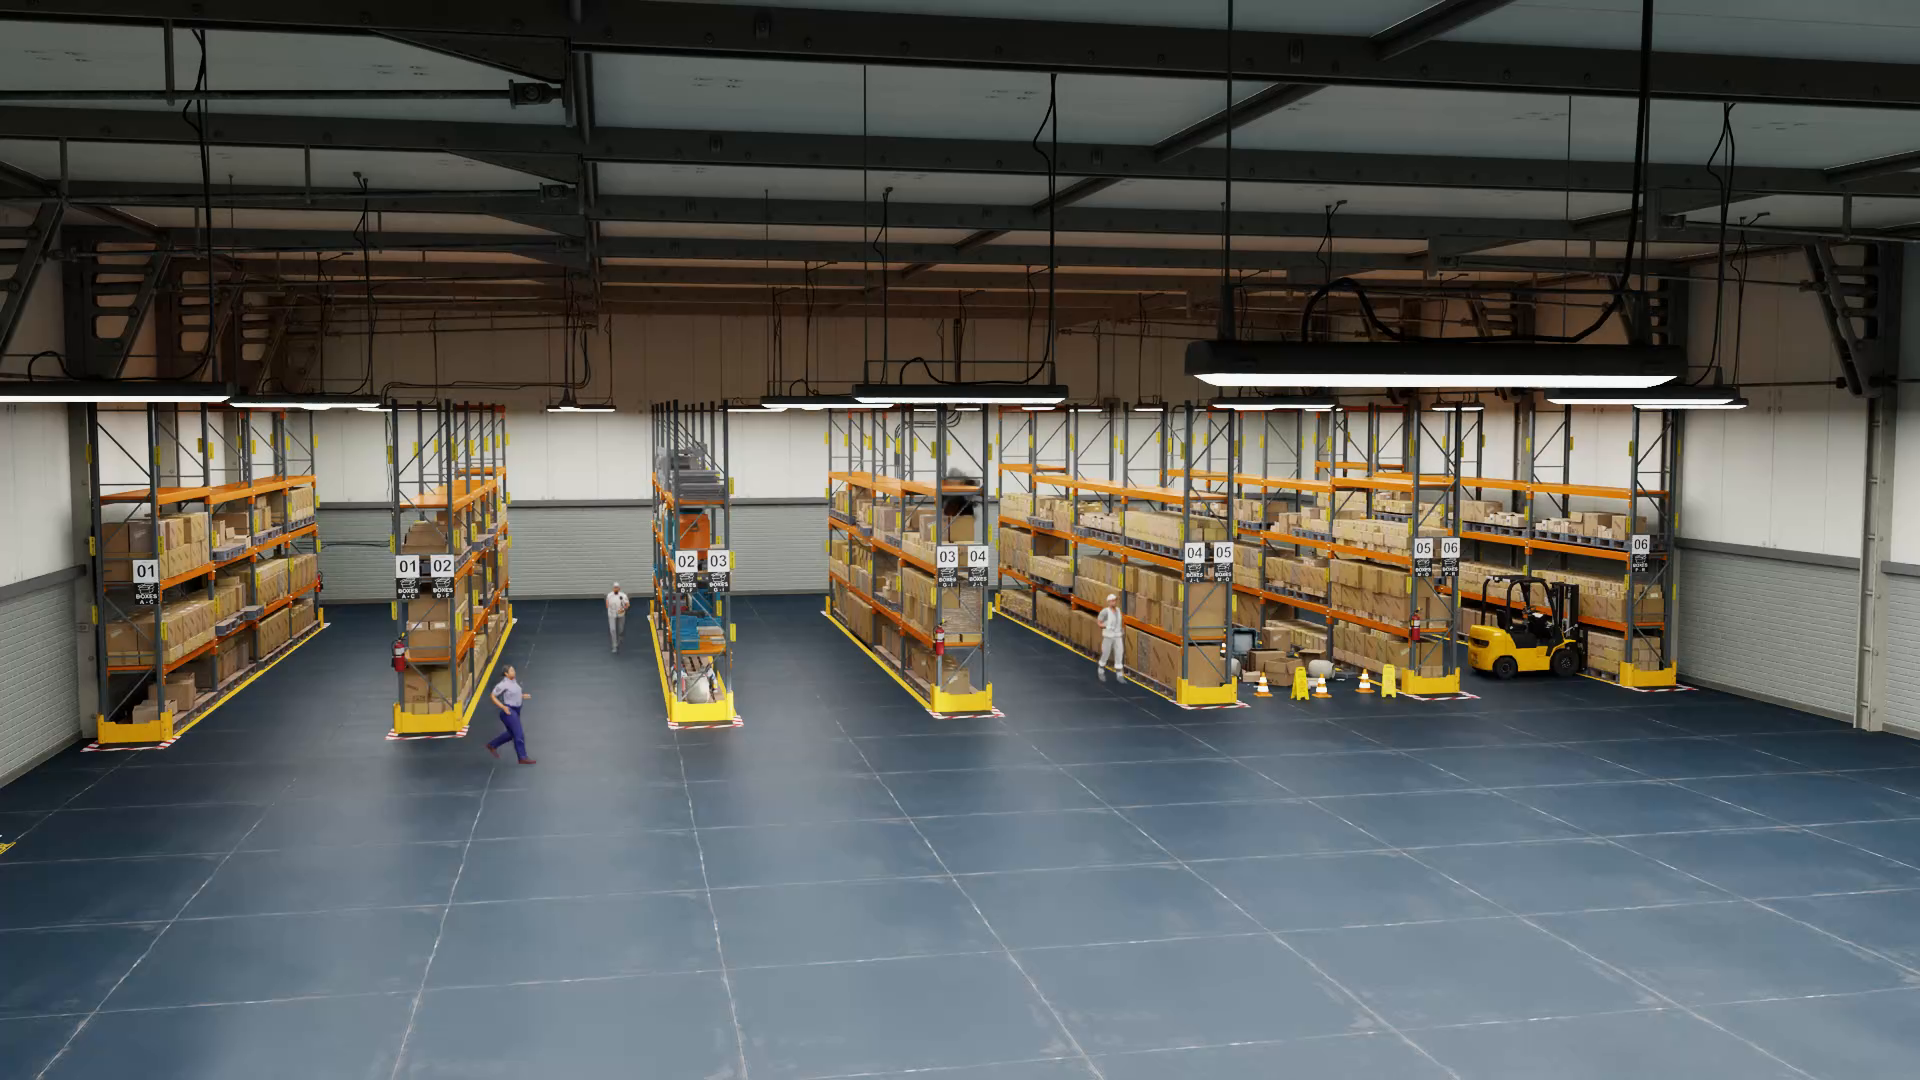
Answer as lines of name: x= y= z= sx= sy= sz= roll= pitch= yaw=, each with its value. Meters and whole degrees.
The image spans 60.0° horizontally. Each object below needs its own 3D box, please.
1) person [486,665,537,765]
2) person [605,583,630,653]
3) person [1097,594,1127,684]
person: x=-7.374 y=2.855 z=27.216 sx=0.913 sy=1.605 sz=0.615 roll=0 pitch=4 yaw=6
person: x=-8.326 y=1.872 z=40.458 sx=0.578 sy=1.672 sz=1.079 roll=-1 pitch=4 yaw=-13
person: x=3.091 y=2.006 z=33.839 sx=0.655 sy=1.817 sz=0.950 roll=-2 pitch=5 yaw=-26
